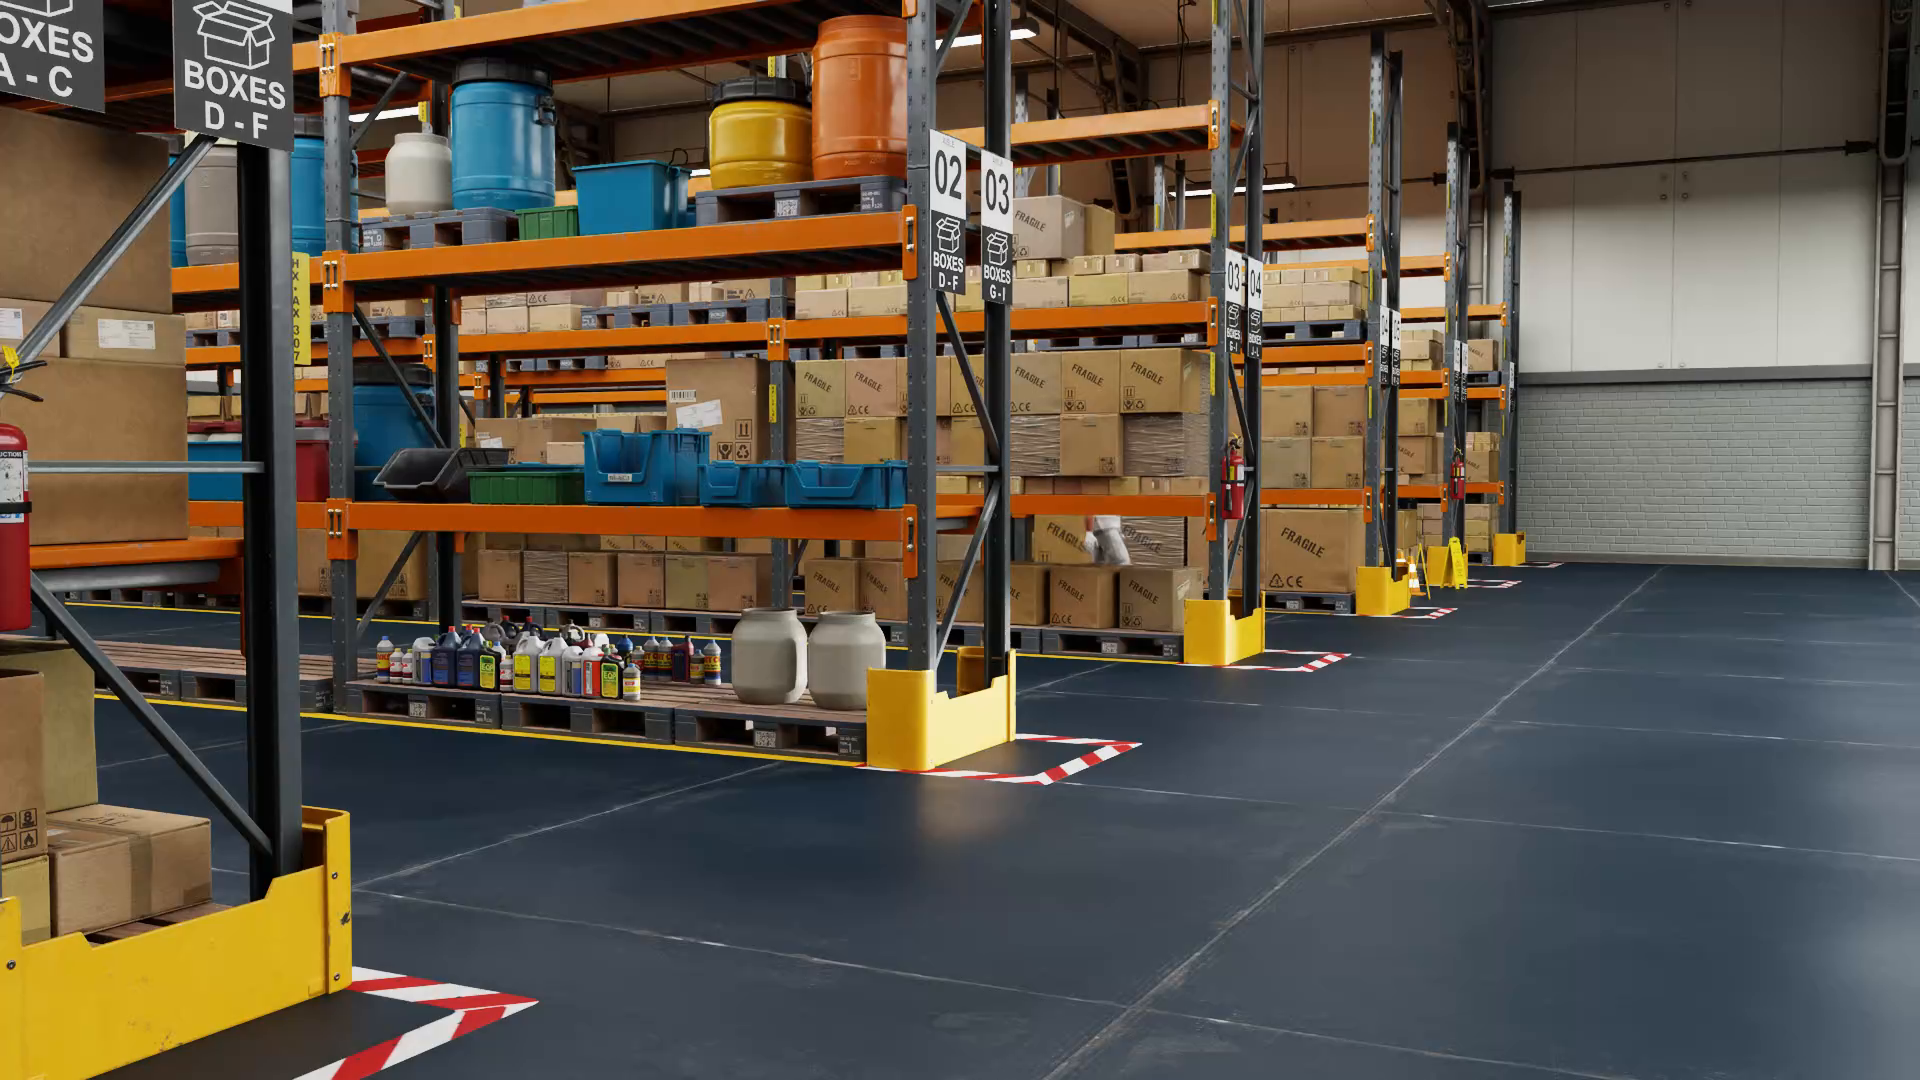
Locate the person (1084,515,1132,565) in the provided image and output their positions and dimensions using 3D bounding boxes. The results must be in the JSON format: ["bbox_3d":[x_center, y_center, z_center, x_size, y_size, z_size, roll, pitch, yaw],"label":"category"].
[{"bbox_3d":[1.404,-0.081,16.449,1.002,1.746,0.582,1,2,12],"label":"person"}]
